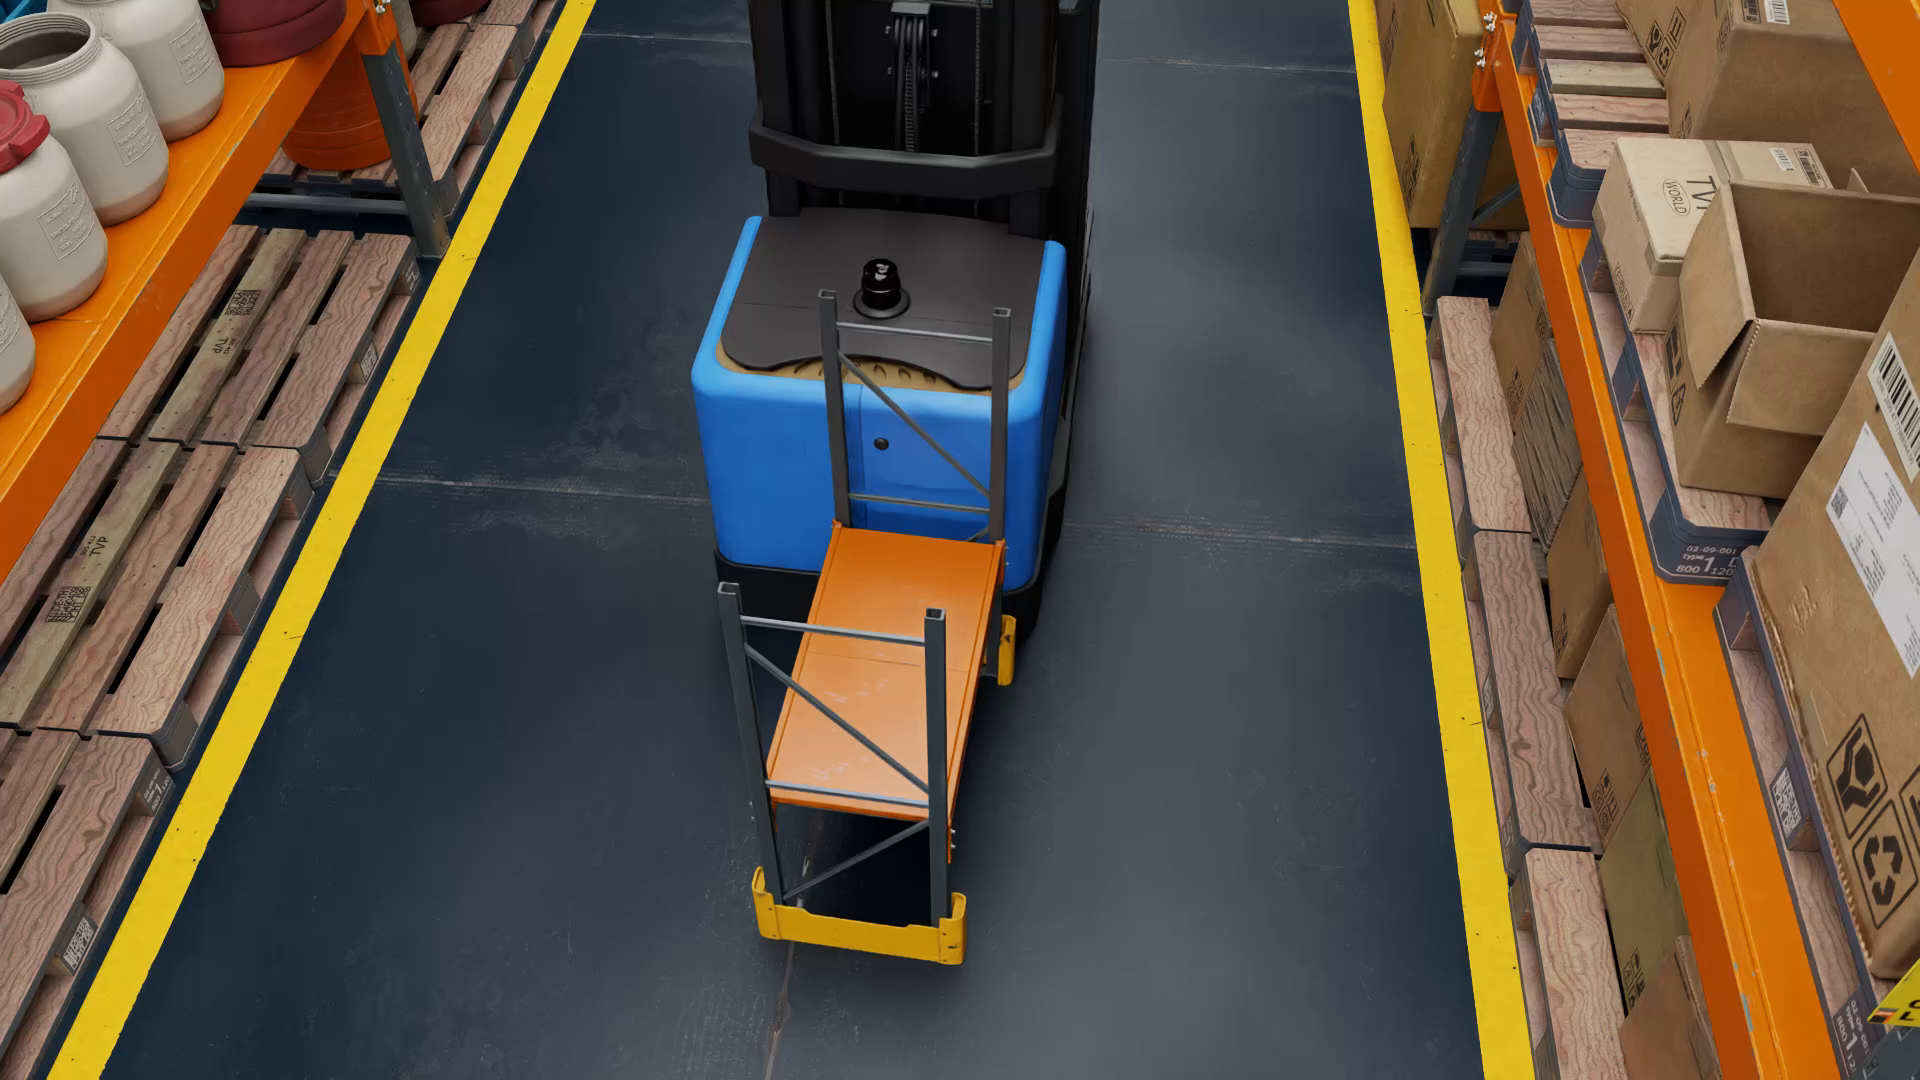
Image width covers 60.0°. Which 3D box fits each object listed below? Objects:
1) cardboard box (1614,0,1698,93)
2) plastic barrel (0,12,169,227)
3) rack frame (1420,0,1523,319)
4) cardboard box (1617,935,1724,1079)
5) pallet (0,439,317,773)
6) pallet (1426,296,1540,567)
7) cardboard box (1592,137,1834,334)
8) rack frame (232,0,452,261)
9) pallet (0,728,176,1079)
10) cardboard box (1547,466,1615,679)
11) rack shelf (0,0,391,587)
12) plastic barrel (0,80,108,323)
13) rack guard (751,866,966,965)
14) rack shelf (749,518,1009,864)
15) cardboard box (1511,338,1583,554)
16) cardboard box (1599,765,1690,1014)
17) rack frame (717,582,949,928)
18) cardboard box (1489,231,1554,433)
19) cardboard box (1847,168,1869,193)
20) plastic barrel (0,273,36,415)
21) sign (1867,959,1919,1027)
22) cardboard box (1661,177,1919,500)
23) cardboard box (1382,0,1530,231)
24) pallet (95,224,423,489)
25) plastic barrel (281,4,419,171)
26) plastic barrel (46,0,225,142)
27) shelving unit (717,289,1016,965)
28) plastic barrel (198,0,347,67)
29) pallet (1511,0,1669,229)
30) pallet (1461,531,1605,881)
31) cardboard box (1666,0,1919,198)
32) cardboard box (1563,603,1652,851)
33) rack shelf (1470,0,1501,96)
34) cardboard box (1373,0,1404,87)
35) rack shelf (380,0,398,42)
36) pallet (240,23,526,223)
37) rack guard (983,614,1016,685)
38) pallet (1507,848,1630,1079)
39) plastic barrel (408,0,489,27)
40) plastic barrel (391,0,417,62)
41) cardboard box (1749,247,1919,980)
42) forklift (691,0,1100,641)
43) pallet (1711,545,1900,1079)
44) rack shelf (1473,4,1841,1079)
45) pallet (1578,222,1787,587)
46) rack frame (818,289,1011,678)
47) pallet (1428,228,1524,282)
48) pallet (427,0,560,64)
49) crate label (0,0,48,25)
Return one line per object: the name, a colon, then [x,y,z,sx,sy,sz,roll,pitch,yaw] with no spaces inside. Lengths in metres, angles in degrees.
cardboard box: [2.317,-1.675,4.897,0.500,0.500,0.500,-1,48,-1]
plastic barrel: [-2.525,-1.190,4.730,0.421,0.512,0.421,0,48,0]
rack frame: [2.327,-1.899,5.454,1.000,3.000,0.127,4,48,4]
cardboard box: [2.040,1.286,3.937,0.700,0.500,0.500,1,48,1]
pallet: [-2.829,0.170,5.452,1.003,0.211,1.213,4,48,4]
pallet: [2.254,-0.384,5.958,1.003,0.211,1.213,4,48,4]
cardboard box: [1.945,-0.774,4.242,0.500,0.250,0.500,3,48,2]
rack frame: [-2.606,-2.232,5.759,1.000,3.000,0.127,4,48,4]
pallet: [-2.937,1.069,4.629,1.003,0.211,1.213,4,48,4]
cardboard box: [2.203,0.116,5.007,0.700,0.500,0.500,7,48,7]
rack shelf: [-2.788,-0.519,4.680,1.077,0.370,4.000,4,48,4]
plastic barrel: [-2.558,-0.884,4.433,0.433,0.535,0.433,0,48,0]
rack guard: [-0.277,1.045,4.625,0.587,0.250,0.087,7,48,6]
rack shelf: [-0.199,0.388,4.622,0.538,0.185,1.000,7,48,6]
cardboard box: [2.248,-0.301,5.389,0.700,0.500,0.500,0,48,0]
cardboard box: [2.102,0.937,4.256,0.700,0.500,0.500,4,48,3]
rack frame: [-0.280,0.637,4.151,0.500,1.500,0.032,7,48,6]
cardboard box: [2.286,-0.710,5.762,0.700,0.500,0.500,2,48,1]
cardboard box: [2.444,-0.752,4.211,0.396,0.266,0.258,3,48,2]
plastic barrel: [-2.598,-0.566,4.143,0.433,0.535,0.433,0,48,0]
sign: [1.409,0.615,2.370,0.100,0.325,0.005,4,48,4]
cardboard box: [2.028,-0.416,3.743,0.797,0.503,0.637,8,48,8]
cardboard box: [2.410,-1.829,6.545,1.225,0.875,0.875,2,48,2]
pallet: [-2.715,-0.724,6.269,1.003,0.211,1.213,4,48,4]
plastic barrel: [-2.578,-2.002,6.734,0.600,0.830,0.708,4,48,4]
plastic barrel: [-2.487,-1.499,5.013,0.421,0.512,0.421,0,48,0]
shelving unit: [-0.198,0.260,4.496,0.587,1.500,1.083,7,48,6]
plastic barrel: [-2.346,-1.916,5.378,0.600,0.536,0.708,4,48,4]
pallet: [2.368,-1.303,5.039,1.213,0.211,1.003,4,48,4]
pallet: [2.140,0.510,5.140,1.003,0.211,1.213,4,48,4]
cardboard box: [2.366,-1.258,4.515,0.700,0.500,0.500,10,48,9]
cardboard box: [2.152,0.526,4.632,0.700,0.500,0.500,0,48,0]
rack shelf: [2.509,-3.126,7.064,1.077,0.370,4.000,4,48,4]
cardboard box: [2.499,-2.484,7.144,1.225,0.875,0.875,4,48,4]
rack shelf: [-2.423,-3.459,7.368,1.077,0.370,4.000,4,48,4]
pallet: [-2.575,-1.873,7.320,1.003,0.211,1.213,4,48,4]
rack guard: [-0.119,0.319,5.289,0.587,0.250,0.087,7,48,6]
pallet: [2.032,1.409,4.318,1.003,0.211,1.213,4,48,4]
plastic barrel: [-2.475,-2.750,7.582,0.600,0.588,0.708,4,48,4]
plastic barrel: [-2.616,-2.316,7.236,0.421,0.512,0.421,0,48,0]
cardboard box: [2.174,0.122,2.915,1.000,1.000,1.000,4,48,4]
forklift: [-0.080,-1.761,5.374,1.130,2.935,3.031,6,48,5]
pallet: [2.177,0.553,3.341,1.003,0.211,1.213,4,48,4]
rack shelf: [2.144,-0.186,4.375,1.077,0.370,4.000,4,48,4]
pallet: [2.187,-0.377,4.192,1.003,0.211,1.213,4,48,4]
rack frame: [-0.119,-0.103,4.828,0.500,1.500,0.032,7,48,6]
pallet: [2.474,-1.532,7.008,1.003,0.211,1.213,4,48,4]
pallet: [-2.461,-2.767,8.138,1.003,0.211,1.213,4,48,4]
crate label: [-2.965,-1.532,5.094,0.502,0.435,0.616,4,48,4]
